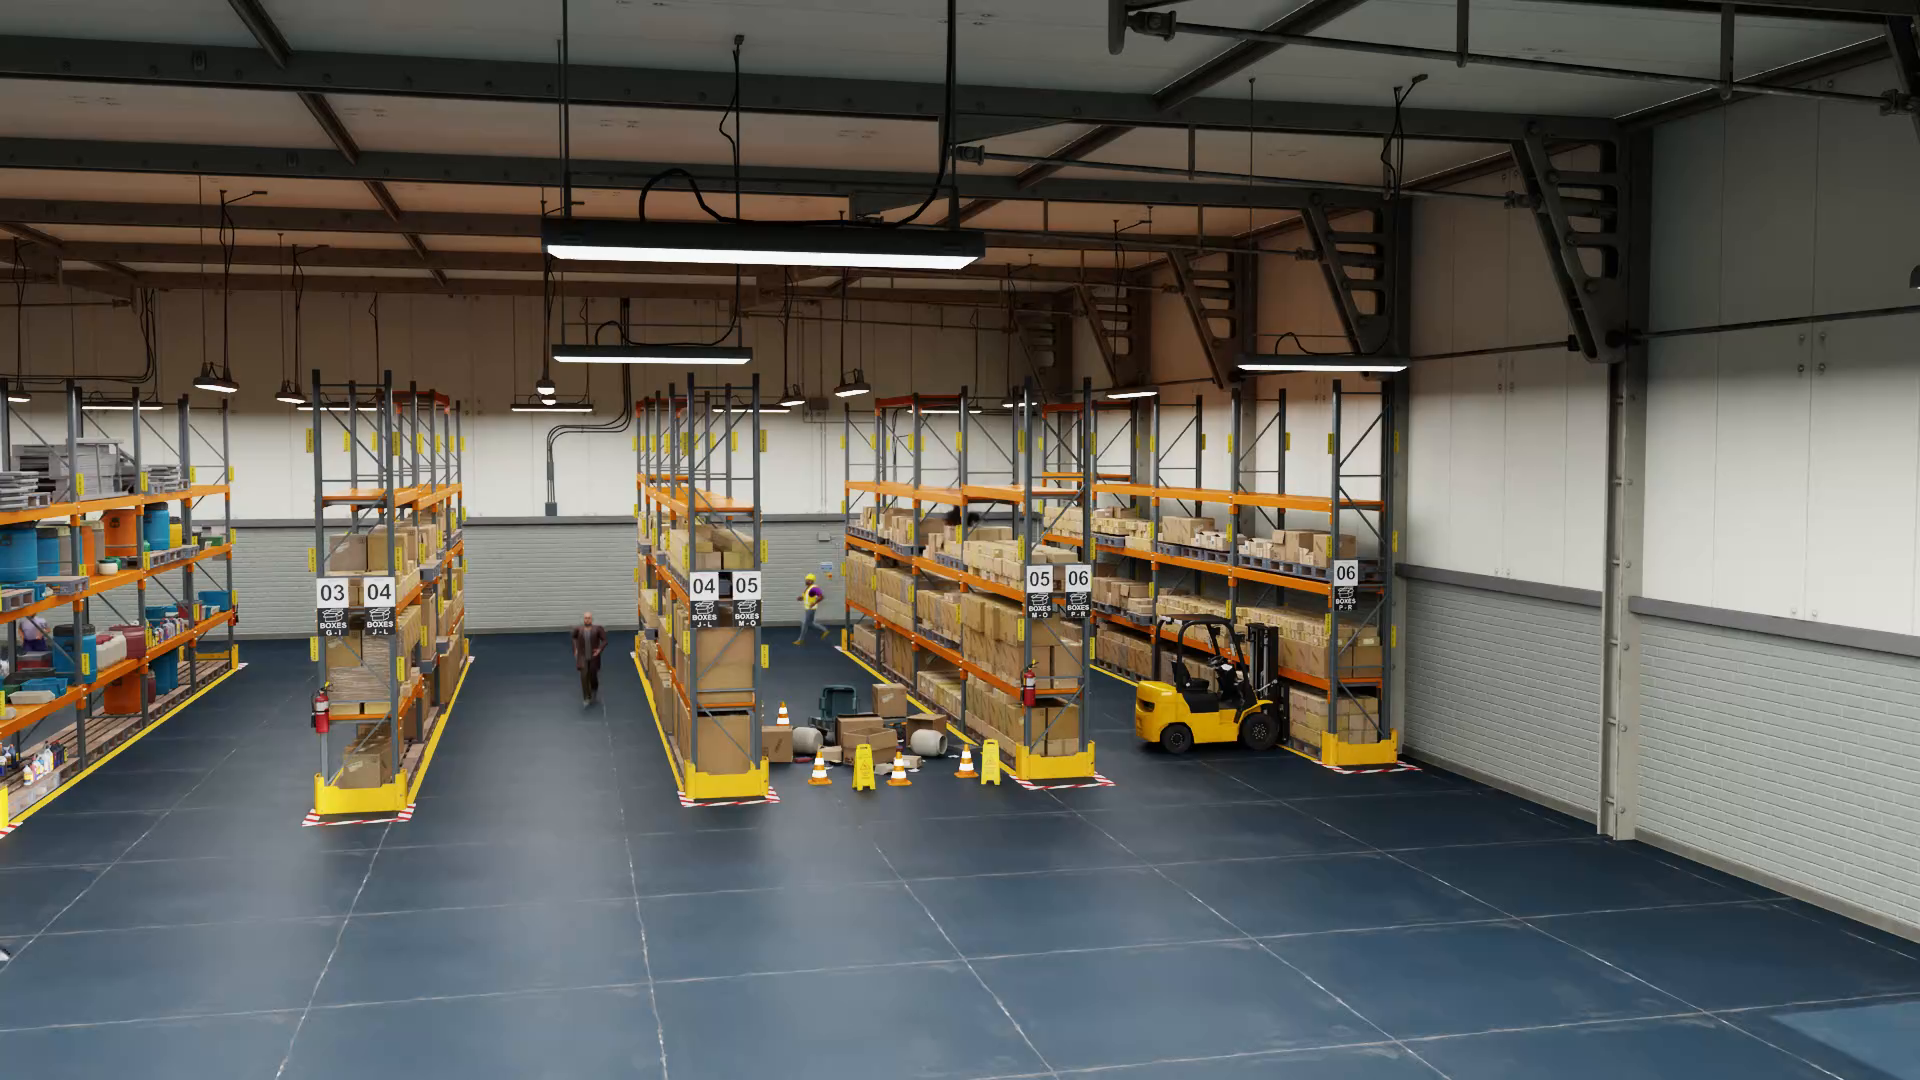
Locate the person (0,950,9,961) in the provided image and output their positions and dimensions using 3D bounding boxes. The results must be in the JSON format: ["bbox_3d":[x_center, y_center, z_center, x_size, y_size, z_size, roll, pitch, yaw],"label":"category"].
[{"bbox_3d":[-9.621,3.196,16.022,0.866,1.833,0.603,0,3,7],"label":"person"}]

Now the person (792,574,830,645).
[{"bbox_3d":[-3.707,1.726,41.408,0.981,1.766,0.705,-1,3,-18],"label":"person"}]

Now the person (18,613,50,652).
[{"bbox_3d":[-19.193,2.192,34.451,0.618,1.632,0.814,-1,3,-18],"label":"person"}]

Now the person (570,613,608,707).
[{"bbox_3d":[-7.147,2.280,32.057,0.722,1.782,0.947,0,3,-8],"label":"person"}]

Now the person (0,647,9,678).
[{"bbox_3d":[-16.234,2.564,27.895,0.506,1.654,0.599,0,3,-7],"label":"person"}]
